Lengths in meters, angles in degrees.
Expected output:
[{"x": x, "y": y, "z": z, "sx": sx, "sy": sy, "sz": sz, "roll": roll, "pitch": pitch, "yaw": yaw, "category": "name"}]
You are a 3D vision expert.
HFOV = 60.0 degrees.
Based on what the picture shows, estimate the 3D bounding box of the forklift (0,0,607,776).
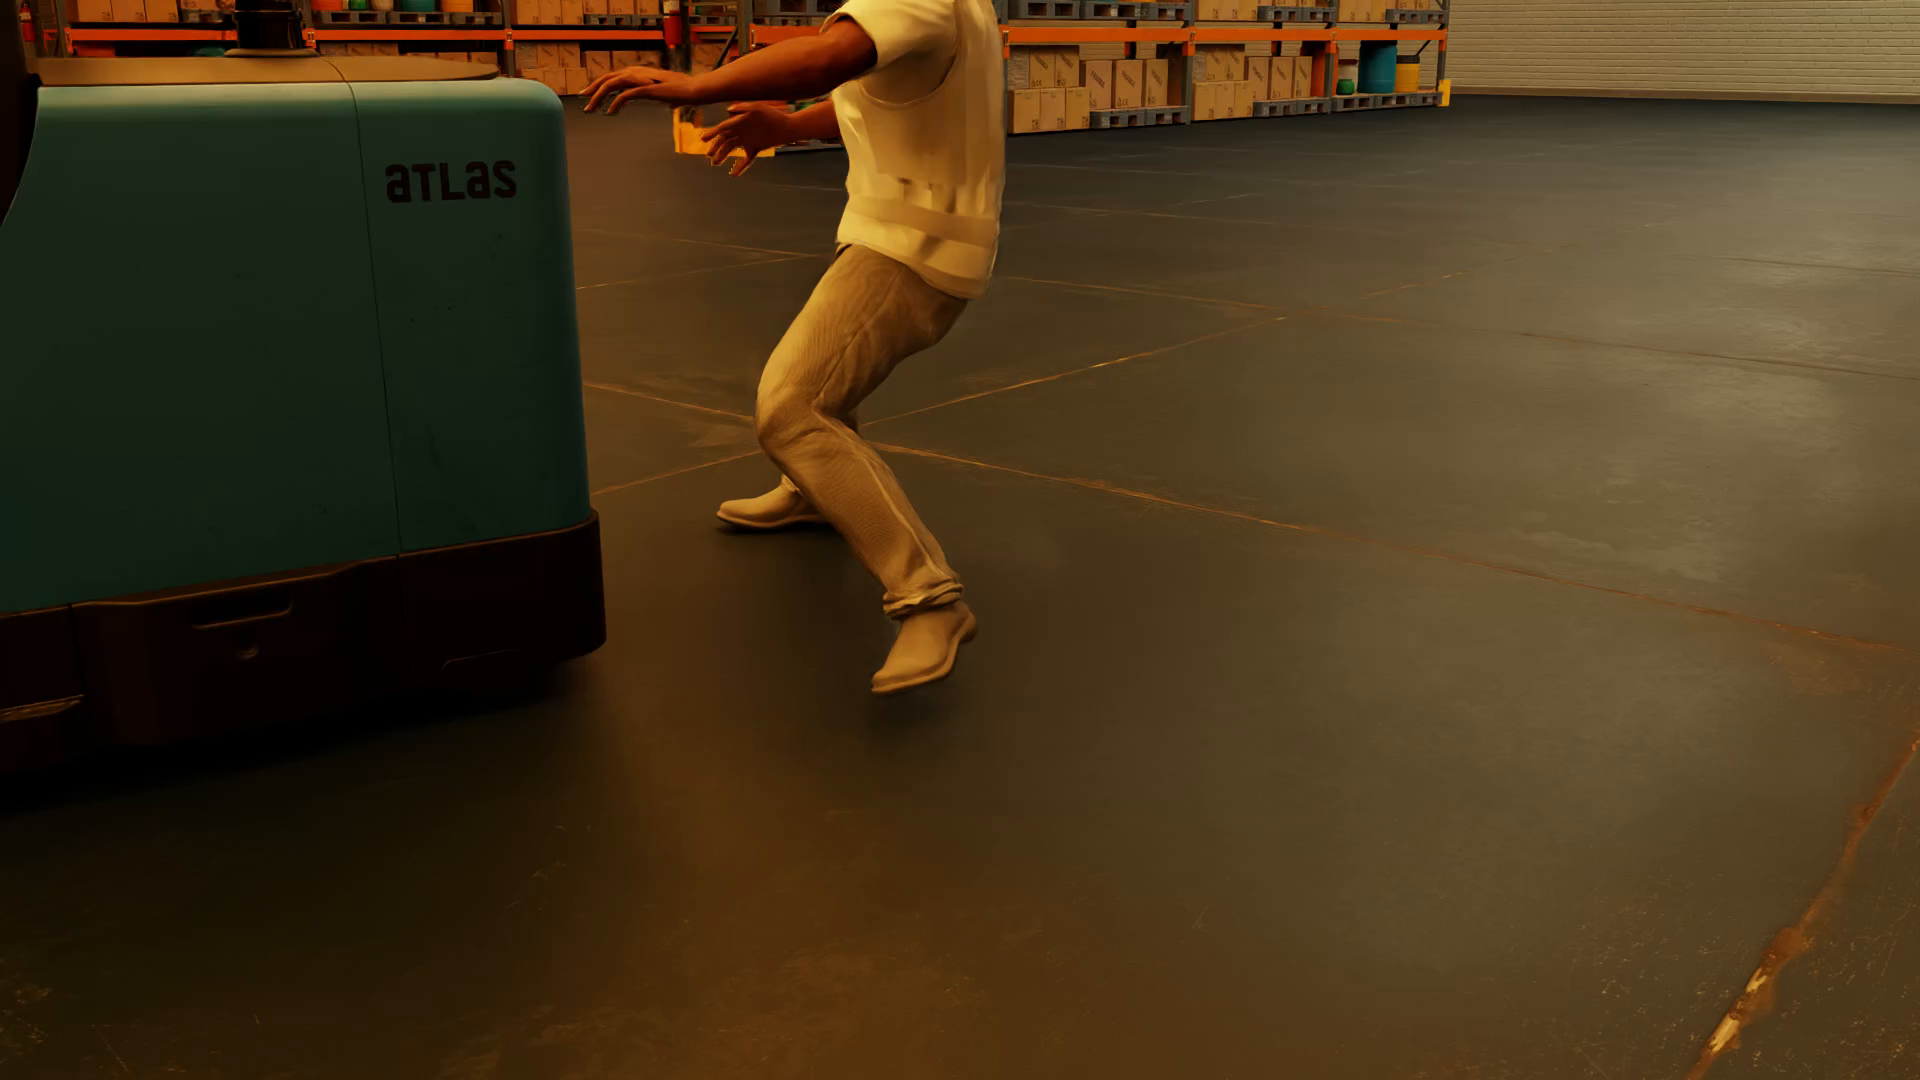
[{"x": -2.182, "y": -1.037, "z": 2.311, "sx": 3.031, "sy": 2.935, "sz": 1.130, "roll": -10, "pitch": 20, "yaw": -30, "category": "forklift"}]

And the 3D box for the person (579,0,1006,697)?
[{"x": -0.274, "y": -0.608, "z": 3.284, "sx": 0.719, "sy": 1.543, "sz": 1.298, "roll": 2, "pitch": 17, "yaw": 5, "category": "person"}]
